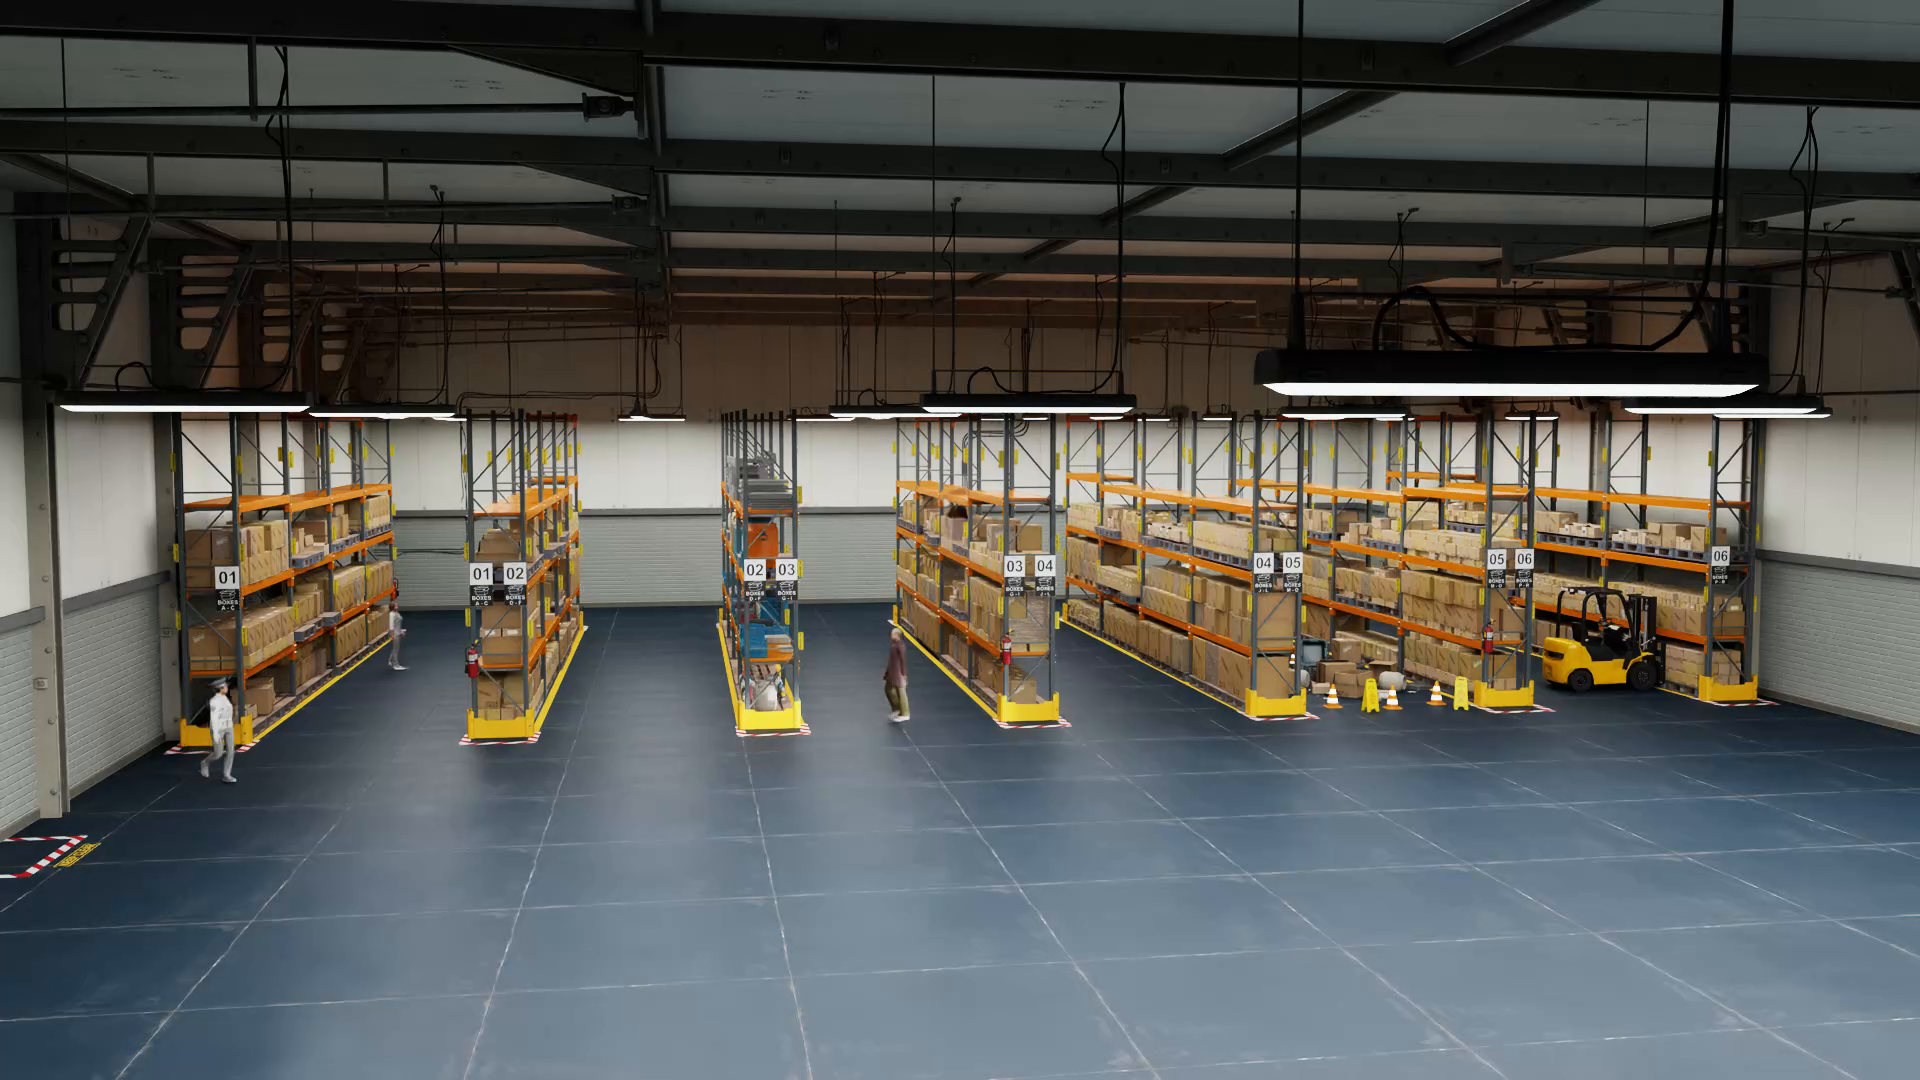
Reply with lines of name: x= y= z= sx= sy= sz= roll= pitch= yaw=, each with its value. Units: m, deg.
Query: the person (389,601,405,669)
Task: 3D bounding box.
person: x=-13.141 y=2.214 z=38.789 sx=0.386 sy=1.604 sz=0.470 roll=-1 pitch=4 yaw=-18

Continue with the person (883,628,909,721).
person: x=-1.246 y=2.583 z=32.075 sx=0.449 sy=1.793 sz=0.639 roll=-1 pitch=4 yaw=-20

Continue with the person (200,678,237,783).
person: x=-11.829 y=3.026 z=26.536 sx=0.596 sy=1.669 sz=0.480 roll=2 pitch=4 yaw=27

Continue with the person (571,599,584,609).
person: x=-12.015 y=1.338 z=50.630 sx=1.057 sy=1.659 sz=0.652 roll=0 pitch=4 yaw=0

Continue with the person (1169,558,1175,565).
person: x=6.552 y=1.314 z=51.299 sx=0.860 sy=1.632 sz=0.518 roll=-2 pitch=4 yaw=-27
